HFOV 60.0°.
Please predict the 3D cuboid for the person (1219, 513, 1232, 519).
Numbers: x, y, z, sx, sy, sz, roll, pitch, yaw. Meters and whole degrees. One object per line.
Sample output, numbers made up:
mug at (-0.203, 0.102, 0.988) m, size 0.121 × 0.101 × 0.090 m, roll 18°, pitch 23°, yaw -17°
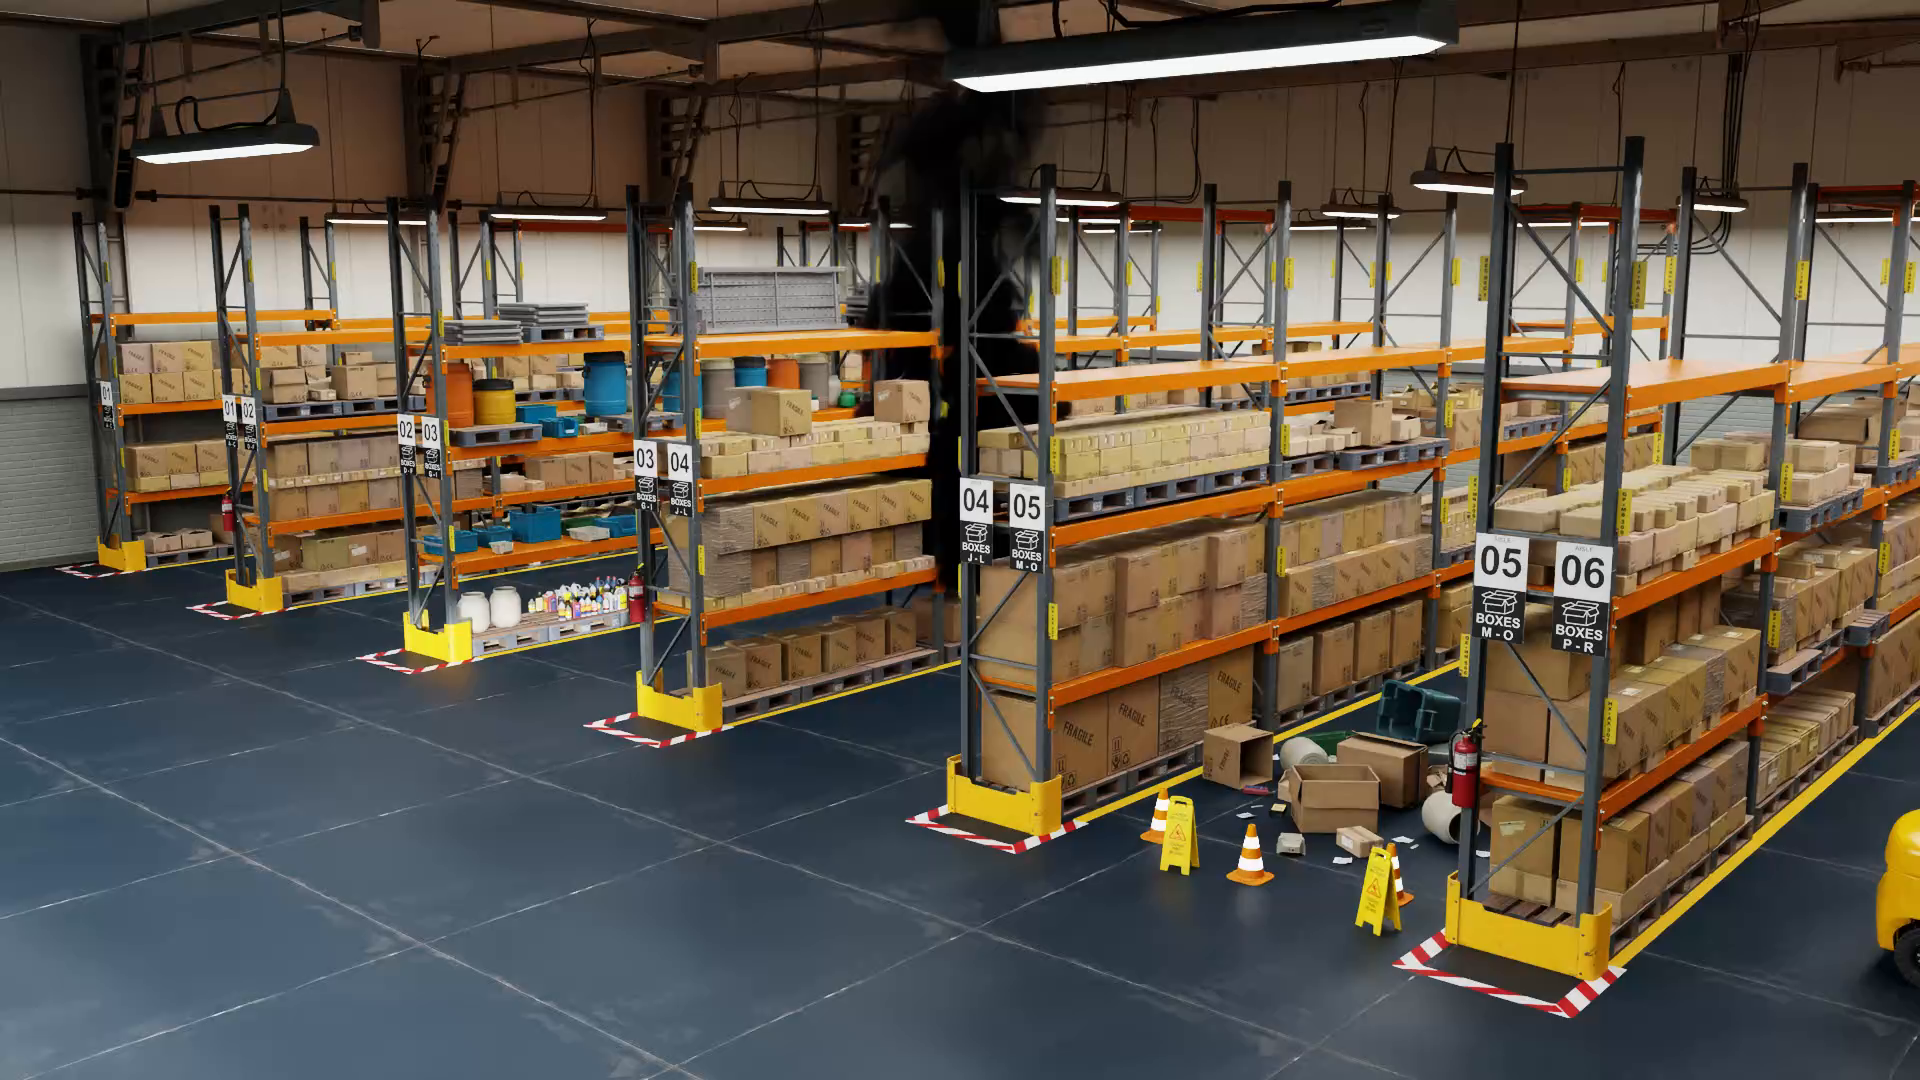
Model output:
person at (3.505, 0.419, 22.228) m, size 0.547 × 1.575 × 0.702 m, roll 7°, pitch 11°, yaw 34°
